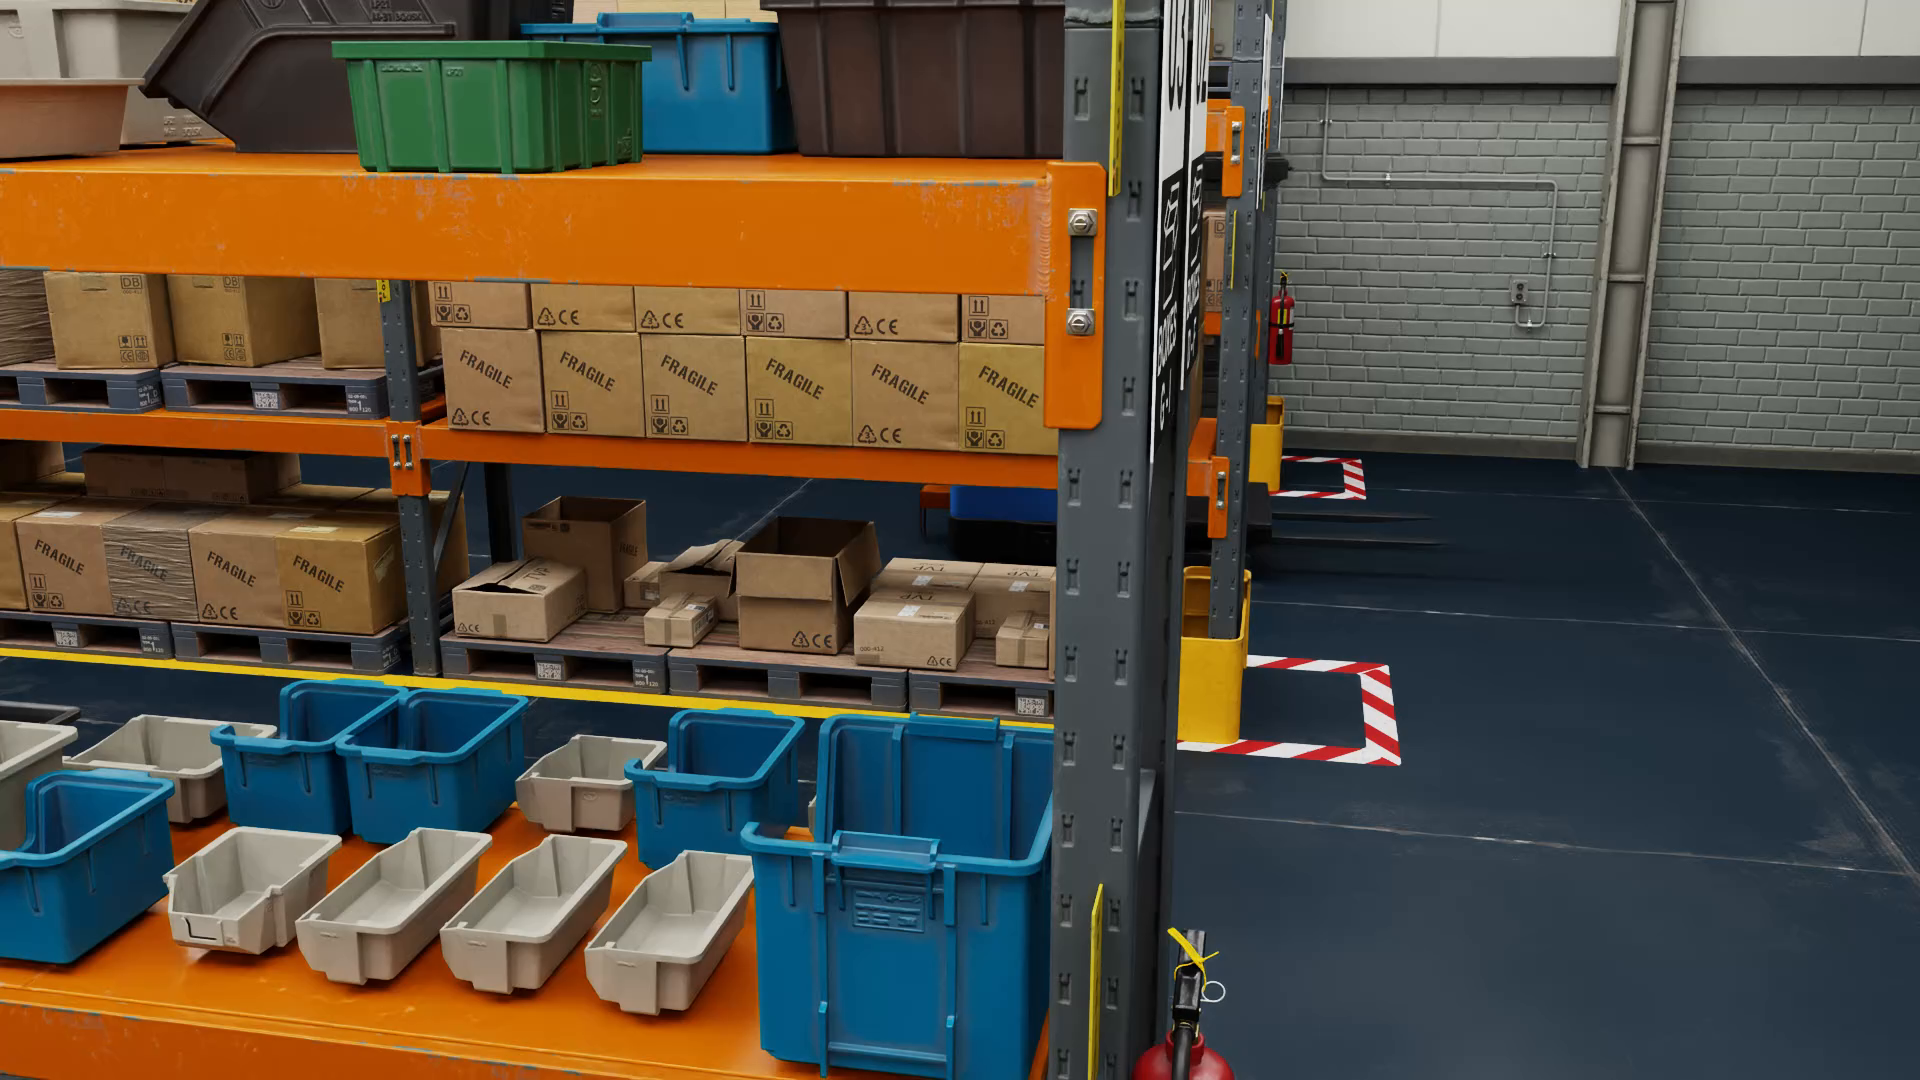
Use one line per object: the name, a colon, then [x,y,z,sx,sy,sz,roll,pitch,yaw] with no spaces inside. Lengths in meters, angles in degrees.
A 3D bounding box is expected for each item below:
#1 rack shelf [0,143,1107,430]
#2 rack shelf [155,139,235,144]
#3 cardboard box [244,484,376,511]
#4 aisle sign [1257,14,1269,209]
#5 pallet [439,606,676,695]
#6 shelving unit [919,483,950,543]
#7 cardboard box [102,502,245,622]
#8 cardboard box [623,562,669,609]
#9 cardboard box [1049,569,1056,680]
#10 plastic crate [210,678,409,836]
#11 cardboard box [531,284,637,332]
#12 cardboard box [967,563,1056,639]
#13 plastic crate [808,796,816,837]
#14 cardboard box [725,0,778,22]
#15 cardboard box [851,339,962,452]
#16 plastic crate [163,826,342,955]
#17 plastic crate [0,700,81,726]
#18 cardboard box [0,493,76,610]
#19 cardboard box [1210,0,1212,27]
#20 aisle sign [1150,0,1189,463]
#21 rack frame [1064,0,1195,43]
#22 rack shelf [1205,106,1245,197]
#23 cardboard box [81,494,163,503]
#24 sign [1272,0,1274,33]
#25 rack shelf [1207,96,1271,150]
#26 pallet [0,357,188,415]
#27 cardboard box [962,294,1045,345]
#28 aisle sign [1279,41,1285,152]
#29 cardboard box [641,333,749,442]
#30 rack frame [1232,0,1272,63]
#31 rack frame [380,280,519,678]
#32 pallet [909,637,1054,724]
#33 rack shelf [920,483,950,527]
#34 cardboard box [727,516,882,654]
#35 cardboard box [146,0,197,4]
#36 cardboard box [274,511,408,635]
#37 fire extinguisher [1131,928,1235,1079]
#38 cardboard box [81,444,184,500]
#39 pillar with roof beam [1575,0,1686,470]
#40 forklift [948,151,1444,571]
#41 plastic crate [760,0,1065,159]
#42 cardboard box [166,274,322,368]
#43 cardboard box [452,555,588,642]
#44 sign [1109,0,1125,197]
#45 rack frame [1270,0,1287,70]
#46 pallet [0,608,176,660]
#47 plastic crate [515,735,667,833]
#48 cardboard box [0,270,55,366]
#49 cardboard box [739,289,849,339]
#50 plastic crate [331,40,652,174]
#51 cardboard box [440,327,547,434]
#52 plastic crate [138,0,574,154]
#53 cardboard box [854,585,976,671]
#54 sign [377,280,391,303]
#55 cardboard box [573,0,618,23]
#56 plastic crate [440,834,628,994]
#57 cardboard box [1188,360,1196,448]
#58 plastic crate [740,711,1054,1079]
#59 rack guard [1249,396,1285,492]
rack shelf: [-1.659,-0.575,3.176,4.000,0.370,1.077,3,16,11]
rack shelf: [-4.588,-2.083,8.621,4.000,0.370,1.077,3,16,11]
cardboard box: [-3.578,0.000,9.231,0.500,0.500,0.500,3,16,12]
aisle sign: [1.298,-1.834,7.124,0.004,0.787,0.394,3,16,11]
pallet: [-1.955,0.503,8.781,1.213,0.211,1.003,3,16,11]
shelving unit: [-0.127,-0.509,10.864,0.252,1.050,0.215,2,16,8]
cardboard box: [-4.143,0.108,8.840,0.500,0.500,0.500,3,16,12]
cardboard box: [-1.634,0.245,9.006,0.250,0.149,0.380,3,16,11]
cardboard box: [0.710,0.363,7.920,0.500,0.500,0.500,3,16,11]
plastic crate: [-1.460,0.497,3.779,0.300,0.233,0.416,3,16,11]
cardboard box: [-1.716,-1.282,7.940,0.500,0.500,0.500,3,16,9]
cardboard box: [0.326,0.318,8.550,0.500,0.250,0.500,3,16,11]
plastic crate: [-0.173,0.591,3.621,0.298,0.136,0.250,3,16,11]
cardboard box: [-0.733,-2.319,7.469,0.500,0.250,0.500,3,16,11]
cardboard box: [-0.198,-0.720,7.786,0.500,0.500,0.500,3,16,12]
plastic crate: [-1.387,0.694,3.248,0.250,0.136,0.298,3,16,11]
plastic crate: [-2.468,0.511,3.932,0.590,0.125,0.437,3,16,11]
cardboard box: [-5.154,0.056,9.031,0.500,0.500,0.500,3,16,10]
cardboard box: [1.608,-4.048,12.270,0.500,0.500,0.500,2,16,9]
aisle sign: [0.313,-0.542,2.459,0.004,0.787,0.394,3,16,11]
rack frame: [0.301,-2.260,2.295,0.127,3.000,1.000,3,16,11]
rack shelf: [-0.668,-1.870,7.853,4.000,0.370,1.077,3,16,11]
cardboard box: [-4.562,-0.056,9.432,0.500,0.500,0.500,3,16,9]
sign: [2.154,-3.654,11.434,0.005,0.325,0.100,3,16,11]
rack shelf: [0.316,-3.166,12.532,4.000,0.370,1.077,3,16,11]
pallet: [-4.641,-0.896,8.966,1.213,0.211,1.003,3,16,11]
cardboard box: [0.306,-1.173,7.548,0.500,0.500,0.500,4,16,13]
aisle sign: [2.286,-3.131,11.808,0.004,0.787,0.394,3,16,11]
cardboard box: [-1.190,-0.774,7.979,0.500,0.500,0.500,3,16,11]
rack frame: [1.292,-3.556,6.972,0.127,3.000,1.000,3,16,11]
rack frame: [-2.628,-0.878,8.541,0.127,3.000,1.000,3,16,11]
pallet: [0.436,0.633,8.312,1.213,0.211,1.003,3,16,11]
rack shelf: [-0.127,-0.231,10.941,0.240,0.259,0.215,2,16,8]
cardboard box: [-0.786,0.212,8.460,0.637,0.503,0.797,3,16,11]
cardboard box: [-3.766,-2.698,8.331,0.600,0.600,0.600,3,16,10]
cardboard box: [-3.169,0.164,8.640,0.500,0.500,0.500,3,16,11]
fire extinguisher: [0.358,0.975,2.698,0.183,0.674,0.296,3,16,11]
cardboard box: [-4.525,-0.416,9.327,0.500,0.250,0.500,3,16,10]
pillar with roof beam: [4.236,-3.809,7.884,0.400,9.000,9.100,3,16,11]
forklift: [1.488,-1.324,10.282,3.031,2.935,1.130,2,16,8]
plastic crate: [-0.021,-0.845,3.050,0.590,0.269,0.497,3,16,11]
cardboard box: [-3.734,-1.232,8.846,0.500,0.500,0.700,6,16,20]
cardboard box: [-2.260,0.285,8.557,0.500,0.311,0.500,3,16,11]
sign: [0.207,-0.620,2.187,0.005,0.325,0.100,3,16,11]
rack frame: [2.275,-4.852,11.651,0.127,3.000,1.000,3,16,11]
pallet: [-4.632,0.369,9.266,1.213,0.211,1.003,3,16,11]
plastic crate: [-0.838,0.555,3.752,0.298,0.136,0.250,3,16,11]
cardboard box: [-5.050,-1.238,8.870,0.500,0.500,0.700,6,17,22]
cardboard box: [-0.707,-1.227,7.742,0.500,0.500,0.500,4,16,13]
plastic crate: [-0.722,-0.690,2.644,0.336,0.188,0.450,3,16,11]
cardboard box: [-2.183,-0.827,8.173,0.500,0.500,0.500,4,16,13]
plastic crate: [-1.141,-0.938,3.257,0.767,0.338,0.504,3,16,11]
cardboard box: [-0.215,0.425,8.164,0.500,0.250,0.500,3,16,11]
sign: [-2.735,-1.290,7.862,0.005,0.325,0.100,3,16,11]
cardboard box: [-1.711,-2.375,7.672,0.500,0.250,0.500,3,16,11]
plastic crate: [-0.815,0.714,3.178,0.243,0.136,0.396,3,16,11]
cardboard box: [0.799,-0.666,7.589,0.500,0.500,0.500,4,16,13]
plastic crate: [-0.064,0.616,2.971,0.499,0.435,0.616,3,16,11]
rack guard: [2.299,-0.755,12.781,0.348,0.500,1.175,3,16,11]
